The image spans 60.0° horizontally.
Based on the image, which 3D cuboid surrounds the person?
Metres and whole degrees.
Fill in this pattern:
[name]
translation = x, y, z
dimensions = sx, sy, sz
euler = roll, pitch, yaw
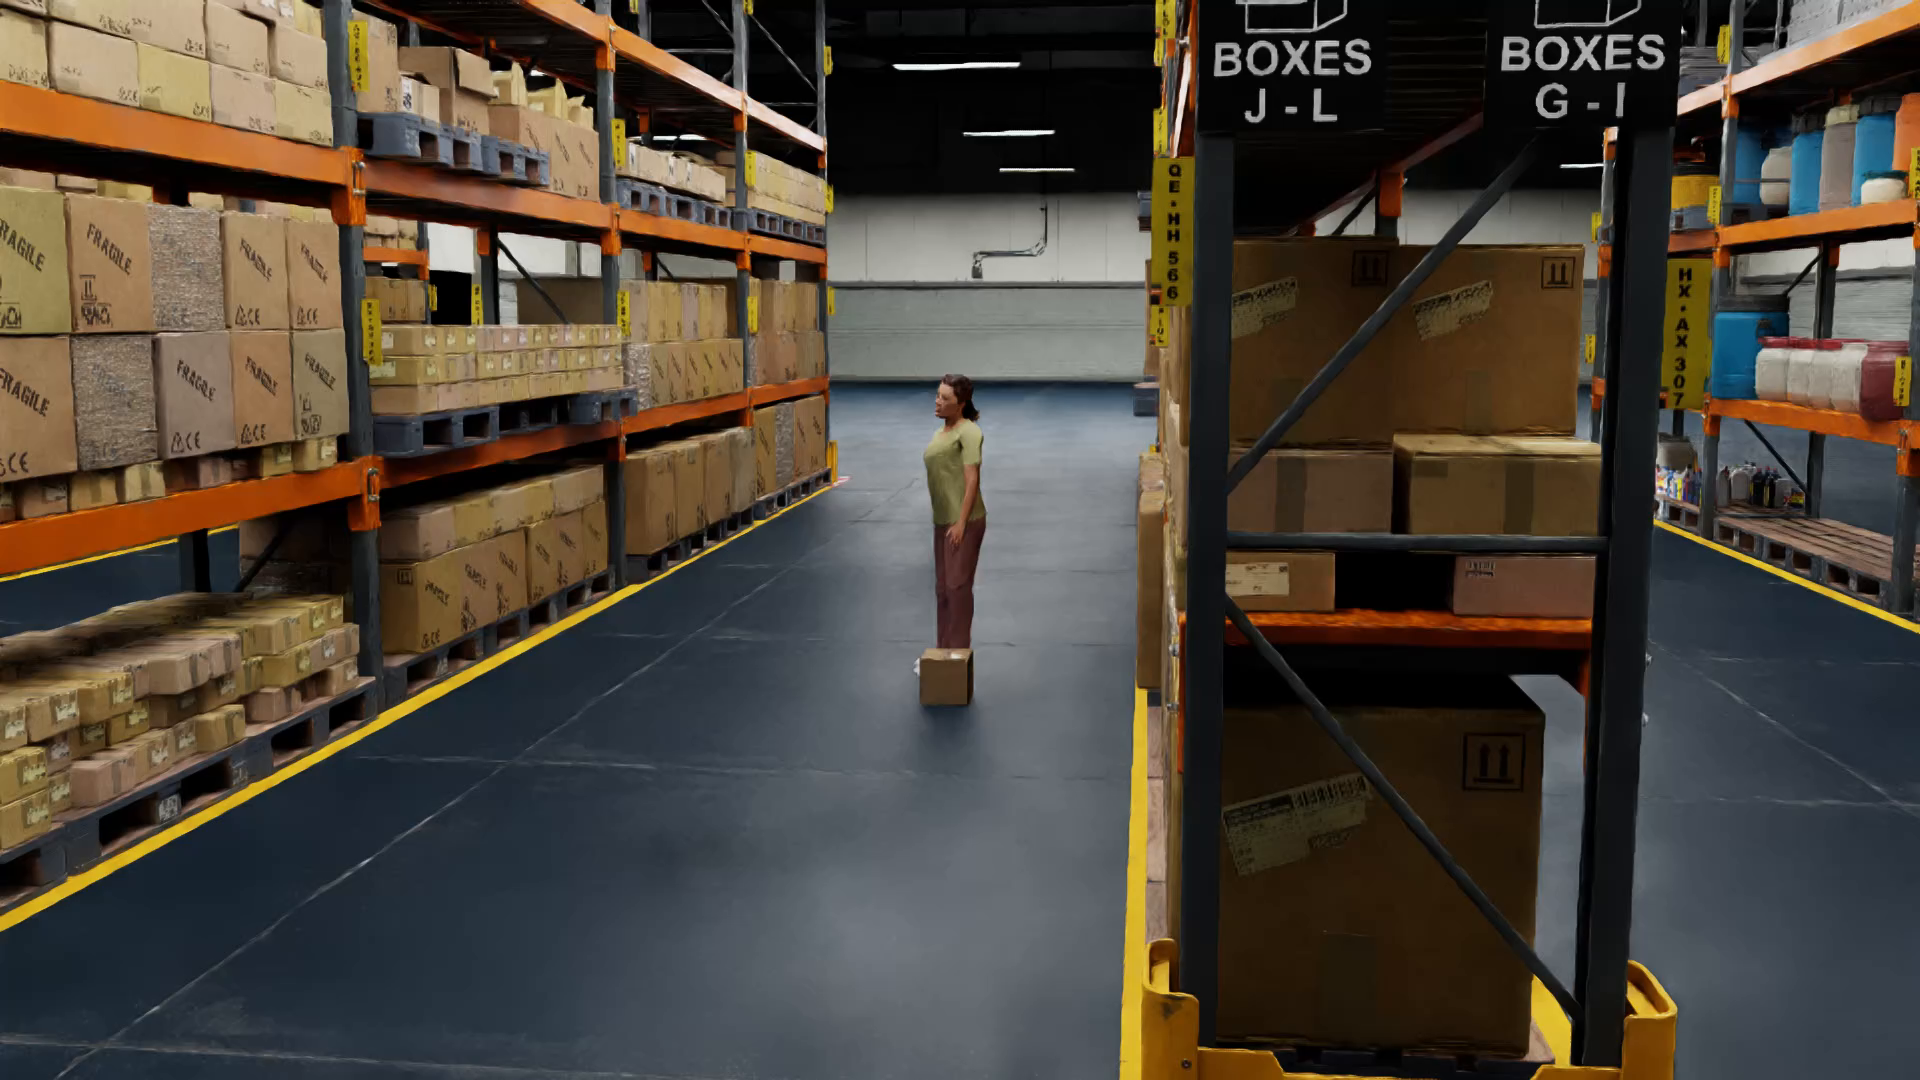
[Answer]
[person]
translation = -0.094, -0.080, 9.213
dimensions = 0.443, 1.682, 0.497
euler = -4, 9, -27
